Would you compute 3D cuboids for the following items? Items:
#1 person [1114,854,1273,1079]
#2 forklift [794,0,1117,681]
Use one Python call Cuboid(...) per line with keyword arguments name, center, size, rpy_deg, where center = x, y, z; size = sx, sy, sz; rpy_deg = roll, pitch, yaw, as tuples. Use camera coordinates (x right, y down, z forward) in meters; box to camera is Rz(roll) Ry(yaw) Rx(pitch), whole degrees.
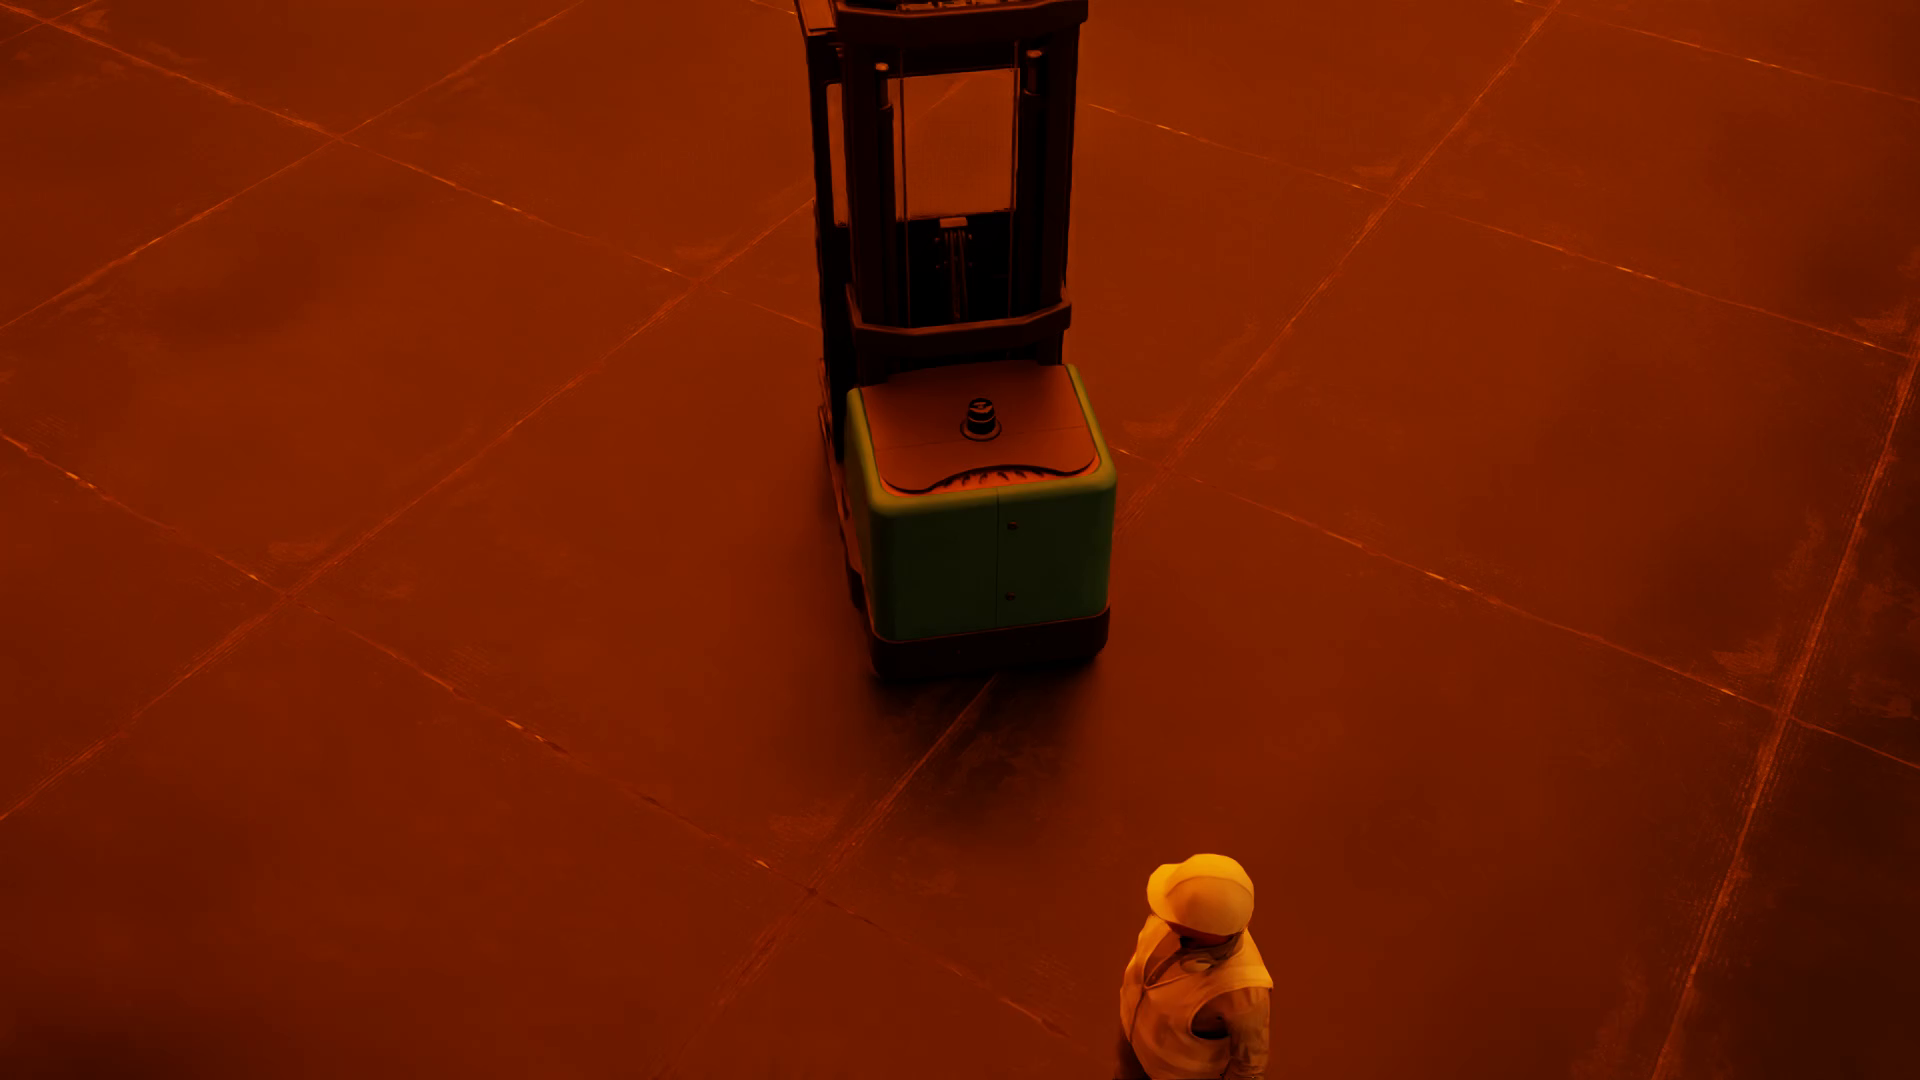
Cuboid(name="person", center=(0.647, 1.514, 5.095), size=(0.411, 1.775, 0.632), rpy_deg=(-15, 46, -15))
Cuboid(name="forklift", center=(-0.114, -1.477, 7.406), size=(1.130, 2.935, 3.031), rpy_deg=(-7, 44, -7))
